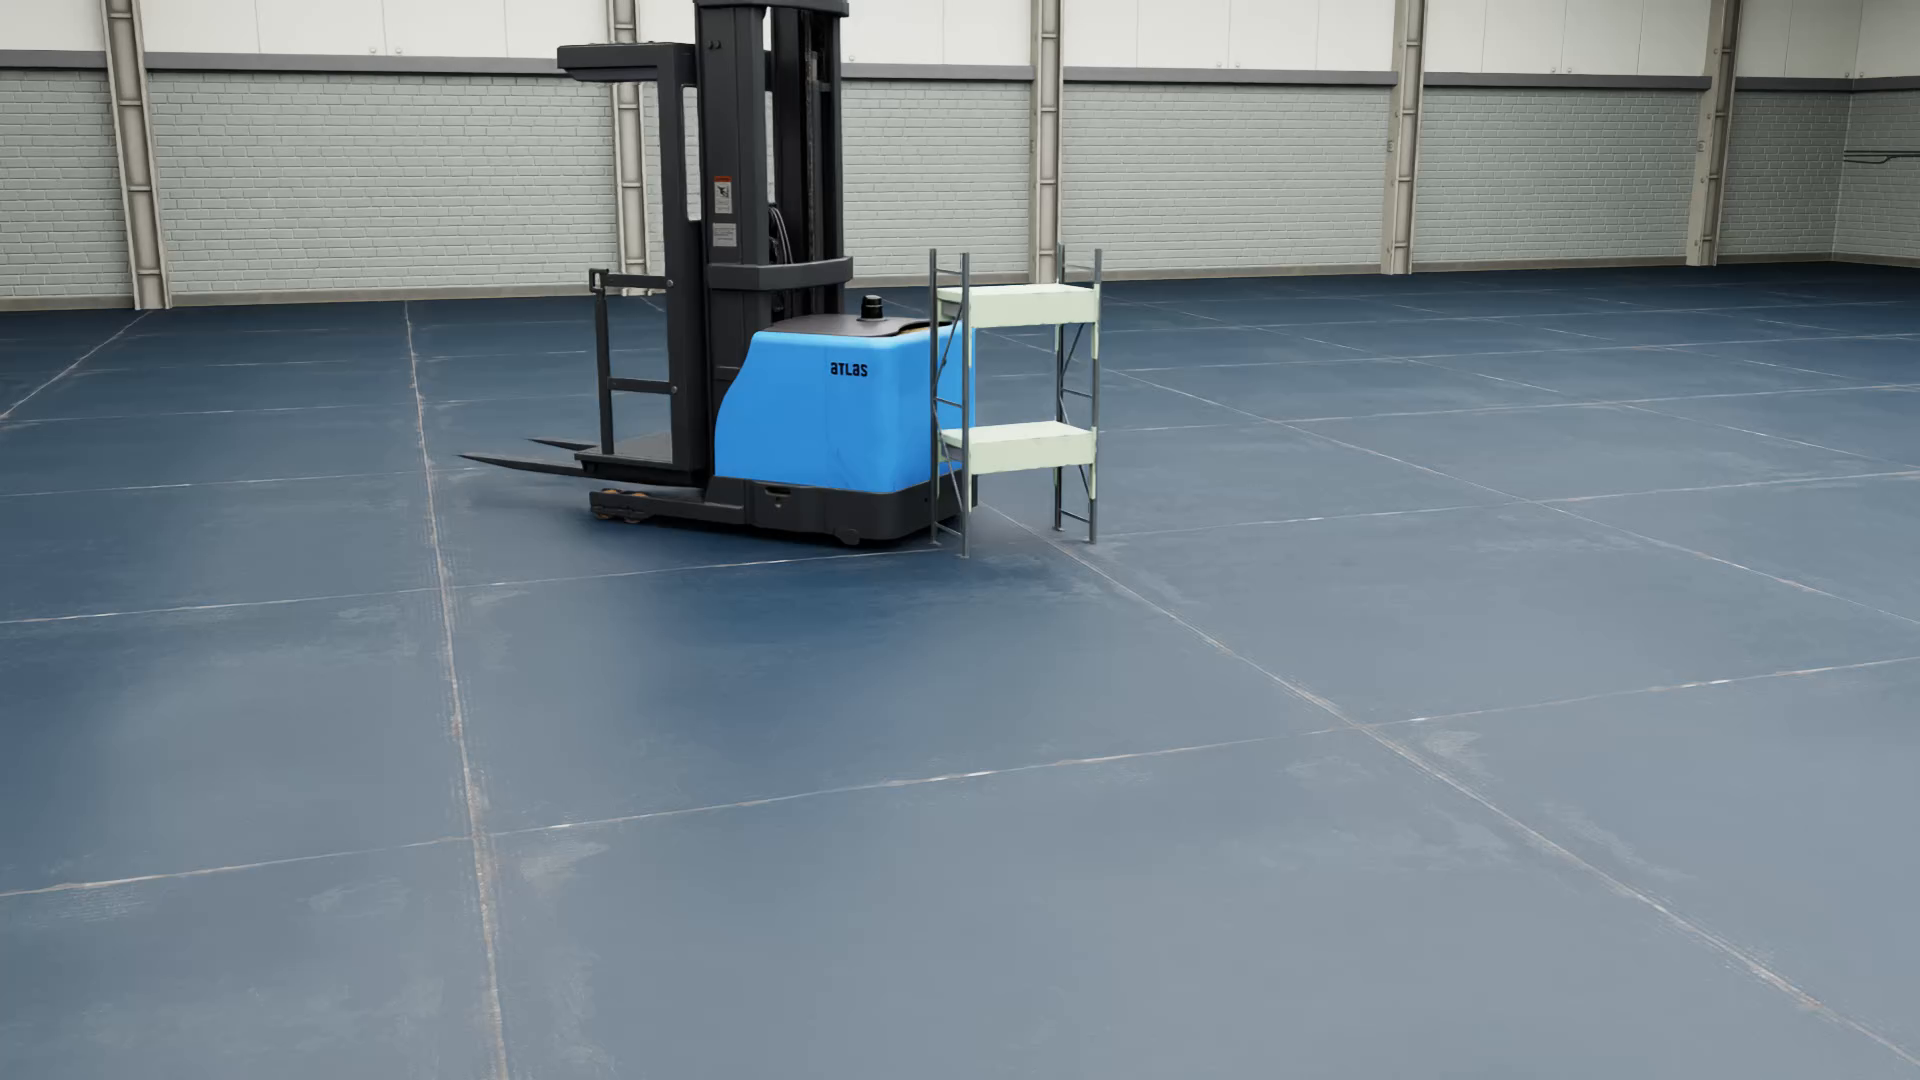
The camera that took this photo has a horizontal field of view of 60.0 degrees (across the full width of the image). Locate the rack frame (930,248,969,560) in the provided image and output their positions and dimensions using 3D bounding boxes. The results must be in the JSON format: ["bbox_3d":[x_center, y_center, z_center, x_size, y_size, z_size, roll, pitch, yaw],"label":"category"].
[{"bbox_3d":[-0.053,-0.675,8.240,0.023,1.500,0.400,-7,15,-25],"label":"rack frame"}]

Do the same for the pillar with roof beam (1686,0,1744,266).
[{"bbox_3d":[13.994,-8.119,23.330,0.400,9.000,9.100,-4,14,-18],"label":"pillar with roof beam"}]

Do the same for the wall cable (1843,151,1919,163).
[{"bbox_3d":[15.835,-7.480,27.354,0.112,2.526,3.097,-4,14,-18],"label":"wall cable"}]

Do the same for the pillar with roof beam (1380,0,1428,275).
[{"bbox_3d":[8.307,-7.676,21.468,0.400,9.000,9.100,-4,14,-18],"label":"pillar with roof beam"}]

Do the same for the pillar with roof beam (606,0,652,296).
[{"bbox_3d":[-3.066,-6.791,17.745,0.400,9.000,9.100,-4,14,-18],"label":"pillar with roof beam"}]

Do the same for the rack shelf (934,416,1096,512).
[{"bbox_3d":[0.275,-0.395,8.473,0.720,0.370,0.431,-7,15,-25],"label":"rack shelf"}]

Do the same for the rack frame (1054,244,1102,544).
[{"bbox_3d":[0.604,-0.750,8.555,0.023,1.500,0.400,-7,15,-25],"label":"rack frame"}]

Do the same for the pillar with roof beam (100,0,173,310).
[{"bbox_3d":[-8.753,-6.348,15.883,0.400,9.000,9.100,-4,14,-18],"label":"pillar with roof beam"}]

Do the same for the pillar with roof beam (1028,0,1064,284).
[{"bbox_3d":[2.621,-7.233,19.607,0.400,9.000,9.100,-4,14,-18],"label":"pillar with roof beam"}]

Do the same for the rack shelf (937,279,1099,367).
[{"bbox_3d":[0.275,-1.092,8.307,0.720,0.370,0.431,-7,15,-25],"label":"rack shelf"}]

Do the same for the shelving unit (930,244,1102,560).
[{"bbox_3d":[0.275,-0.713,8.397,0.755,1.500,0.431,-7,15,-25],"label":"shelving unit"}]

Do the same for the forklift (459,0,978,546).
[{"bbox_3d":[-1.450,-1.615,9.098,3.031,2.935,1.130,7,15,27],"label":"forklift"}]
